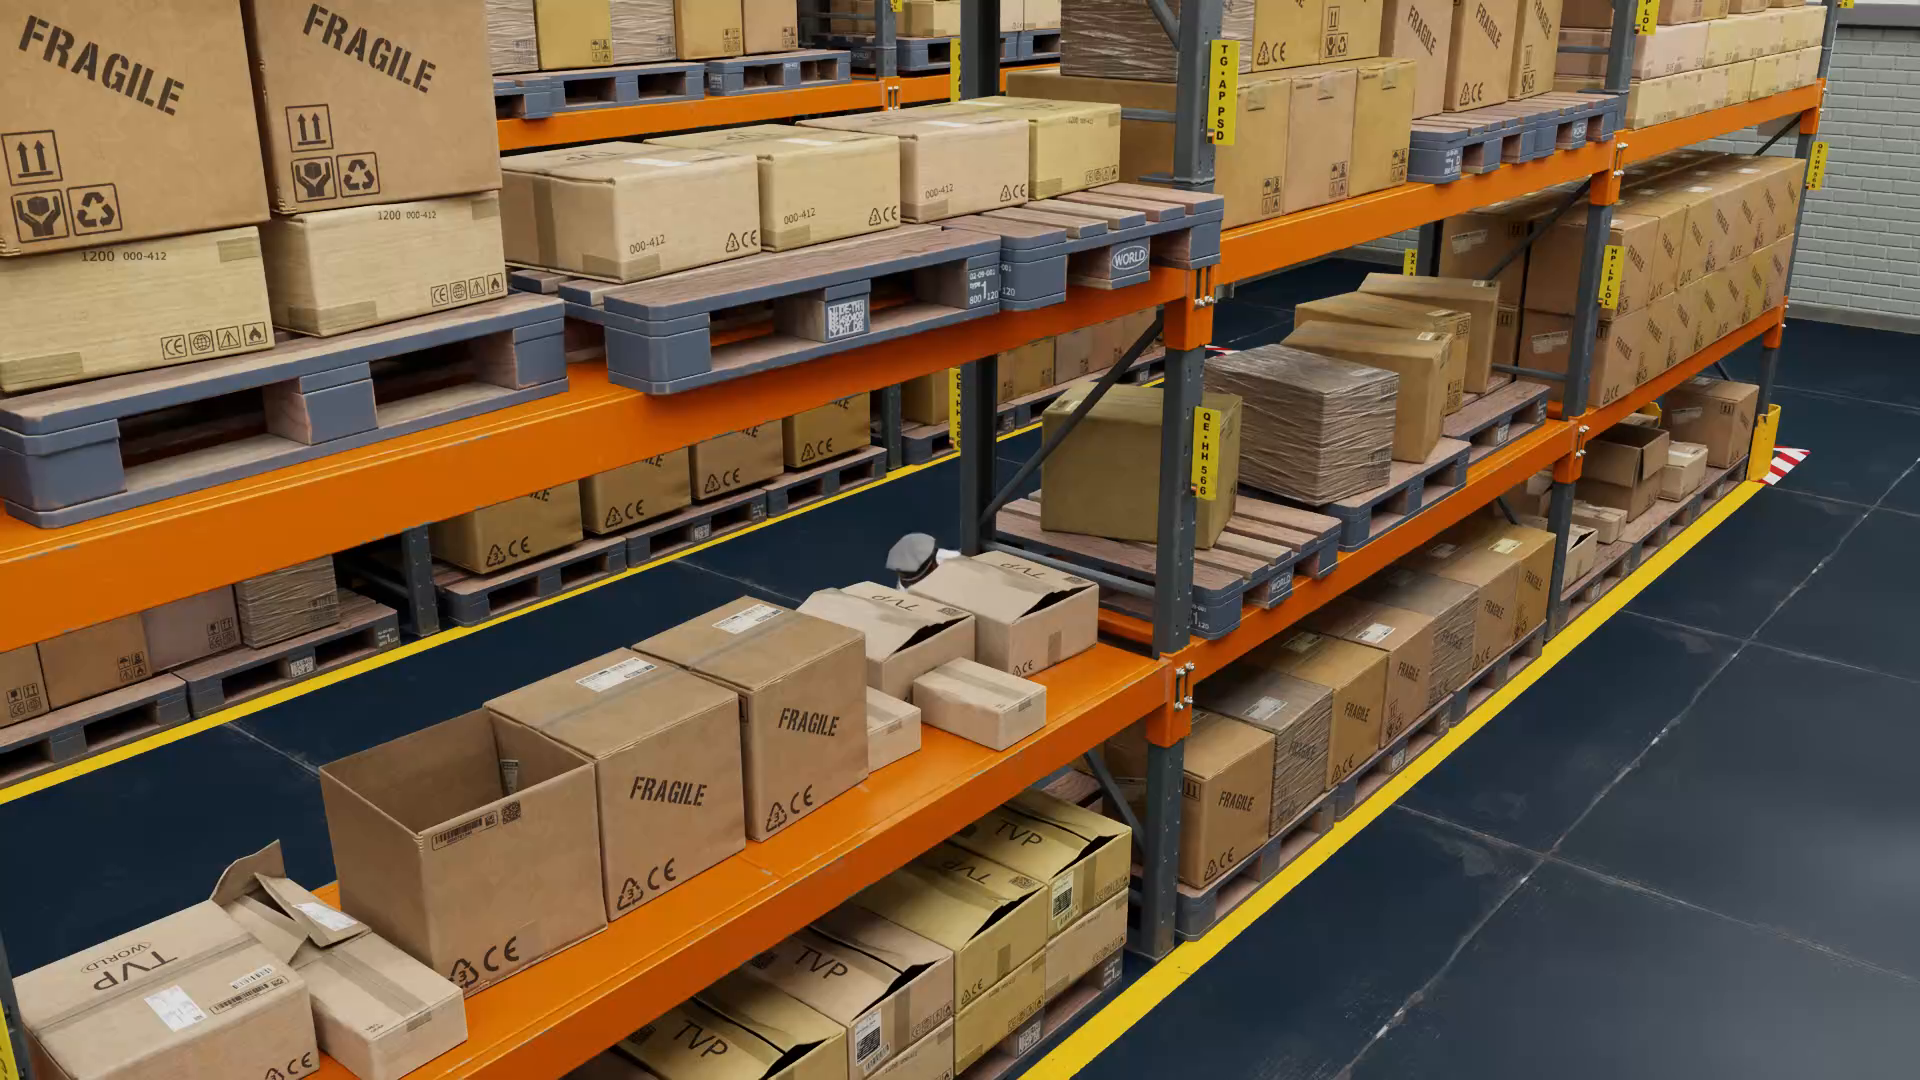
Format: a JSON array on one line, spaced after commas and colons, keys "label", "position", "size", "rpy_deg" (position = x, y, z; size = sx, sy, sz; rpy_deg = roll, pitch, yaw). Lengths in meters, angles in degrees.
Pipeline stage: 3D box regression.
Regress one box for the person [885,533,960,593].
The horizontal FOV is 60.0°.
[{"label": "person", "position": [-0.054, 0.429, 8.238], "size": [0.510, 1.101, 0.820], "rpy_deg": [16, 26, 36]}]
